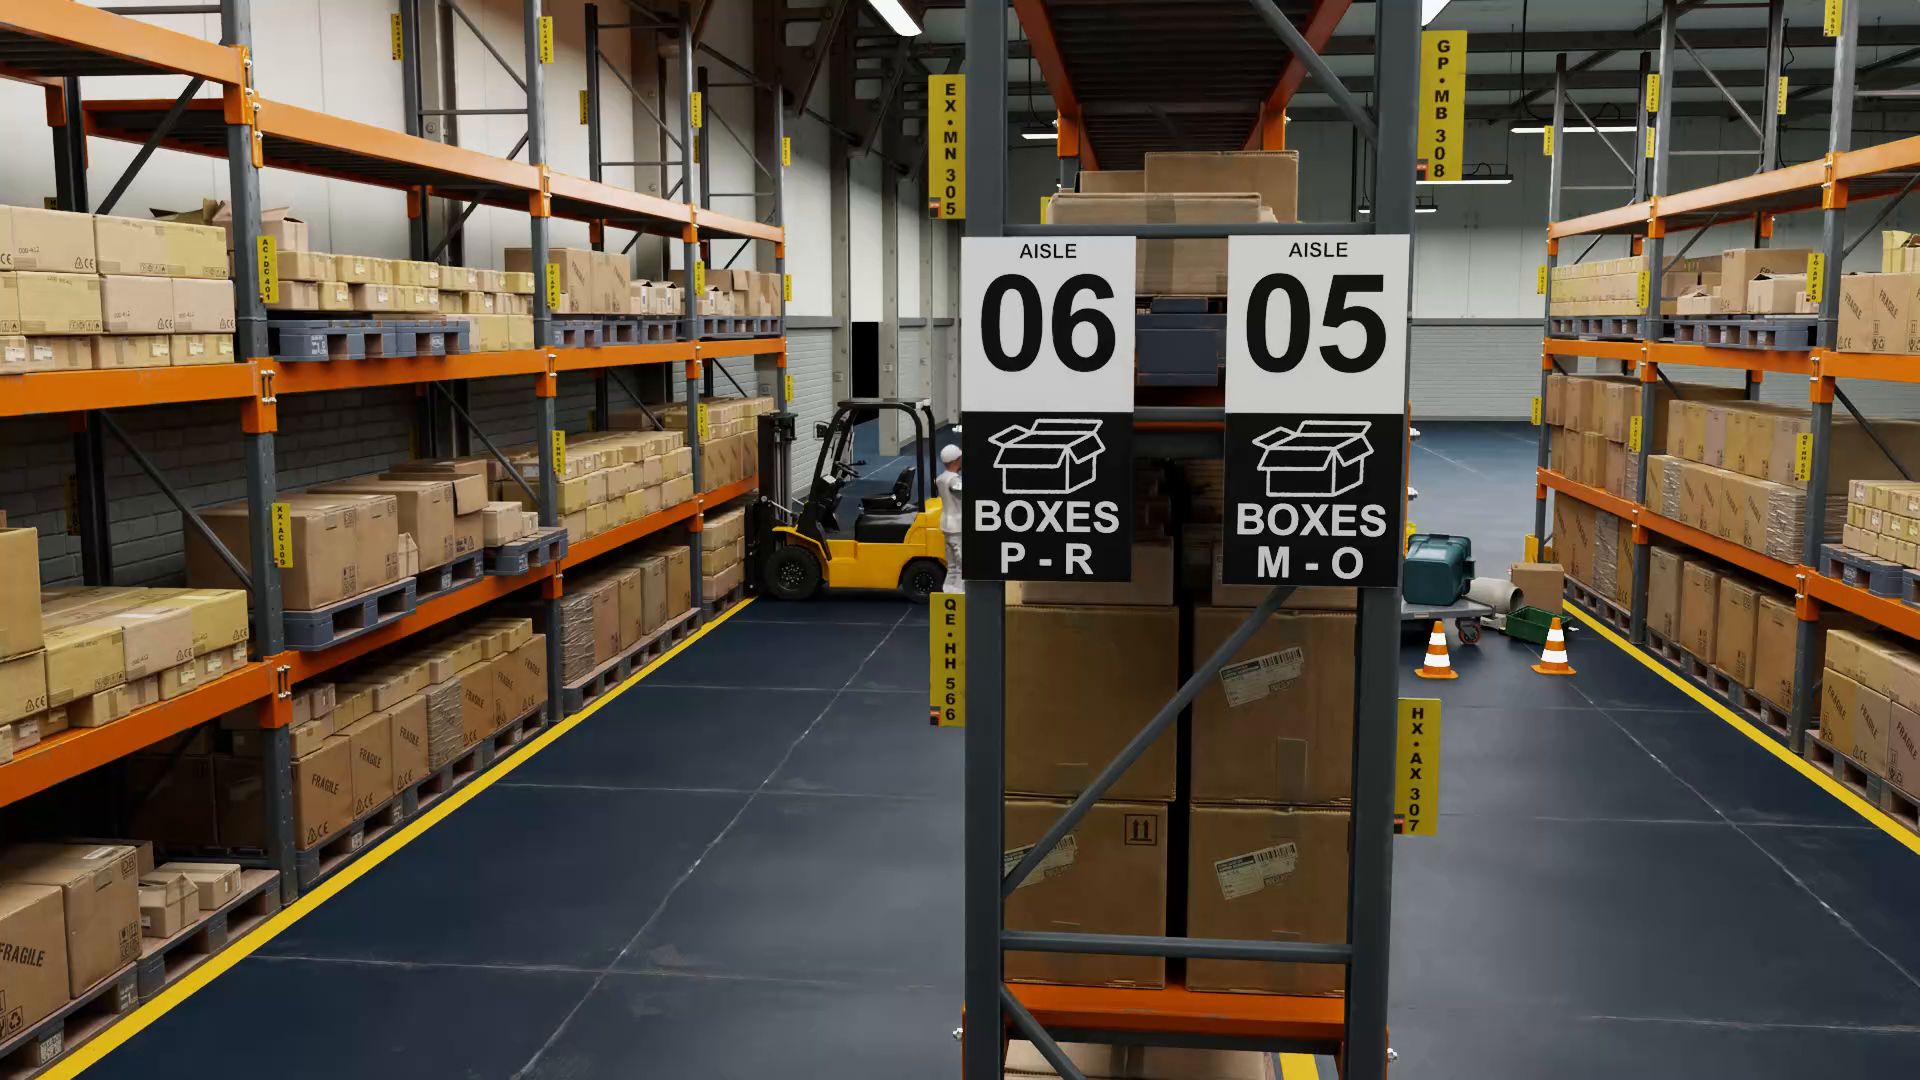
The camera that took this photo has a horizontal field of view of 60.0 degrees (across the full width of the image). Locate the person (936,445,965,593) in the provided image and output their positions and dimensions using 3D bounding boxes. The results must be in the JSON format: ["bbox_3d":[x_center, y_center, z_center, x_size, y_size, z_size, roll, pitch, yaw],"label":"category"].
[{"bbox_3d":[0.071,-0.072,16.744,0.558,1.788,0.502,-3,8,-20],"label":"person"}]
